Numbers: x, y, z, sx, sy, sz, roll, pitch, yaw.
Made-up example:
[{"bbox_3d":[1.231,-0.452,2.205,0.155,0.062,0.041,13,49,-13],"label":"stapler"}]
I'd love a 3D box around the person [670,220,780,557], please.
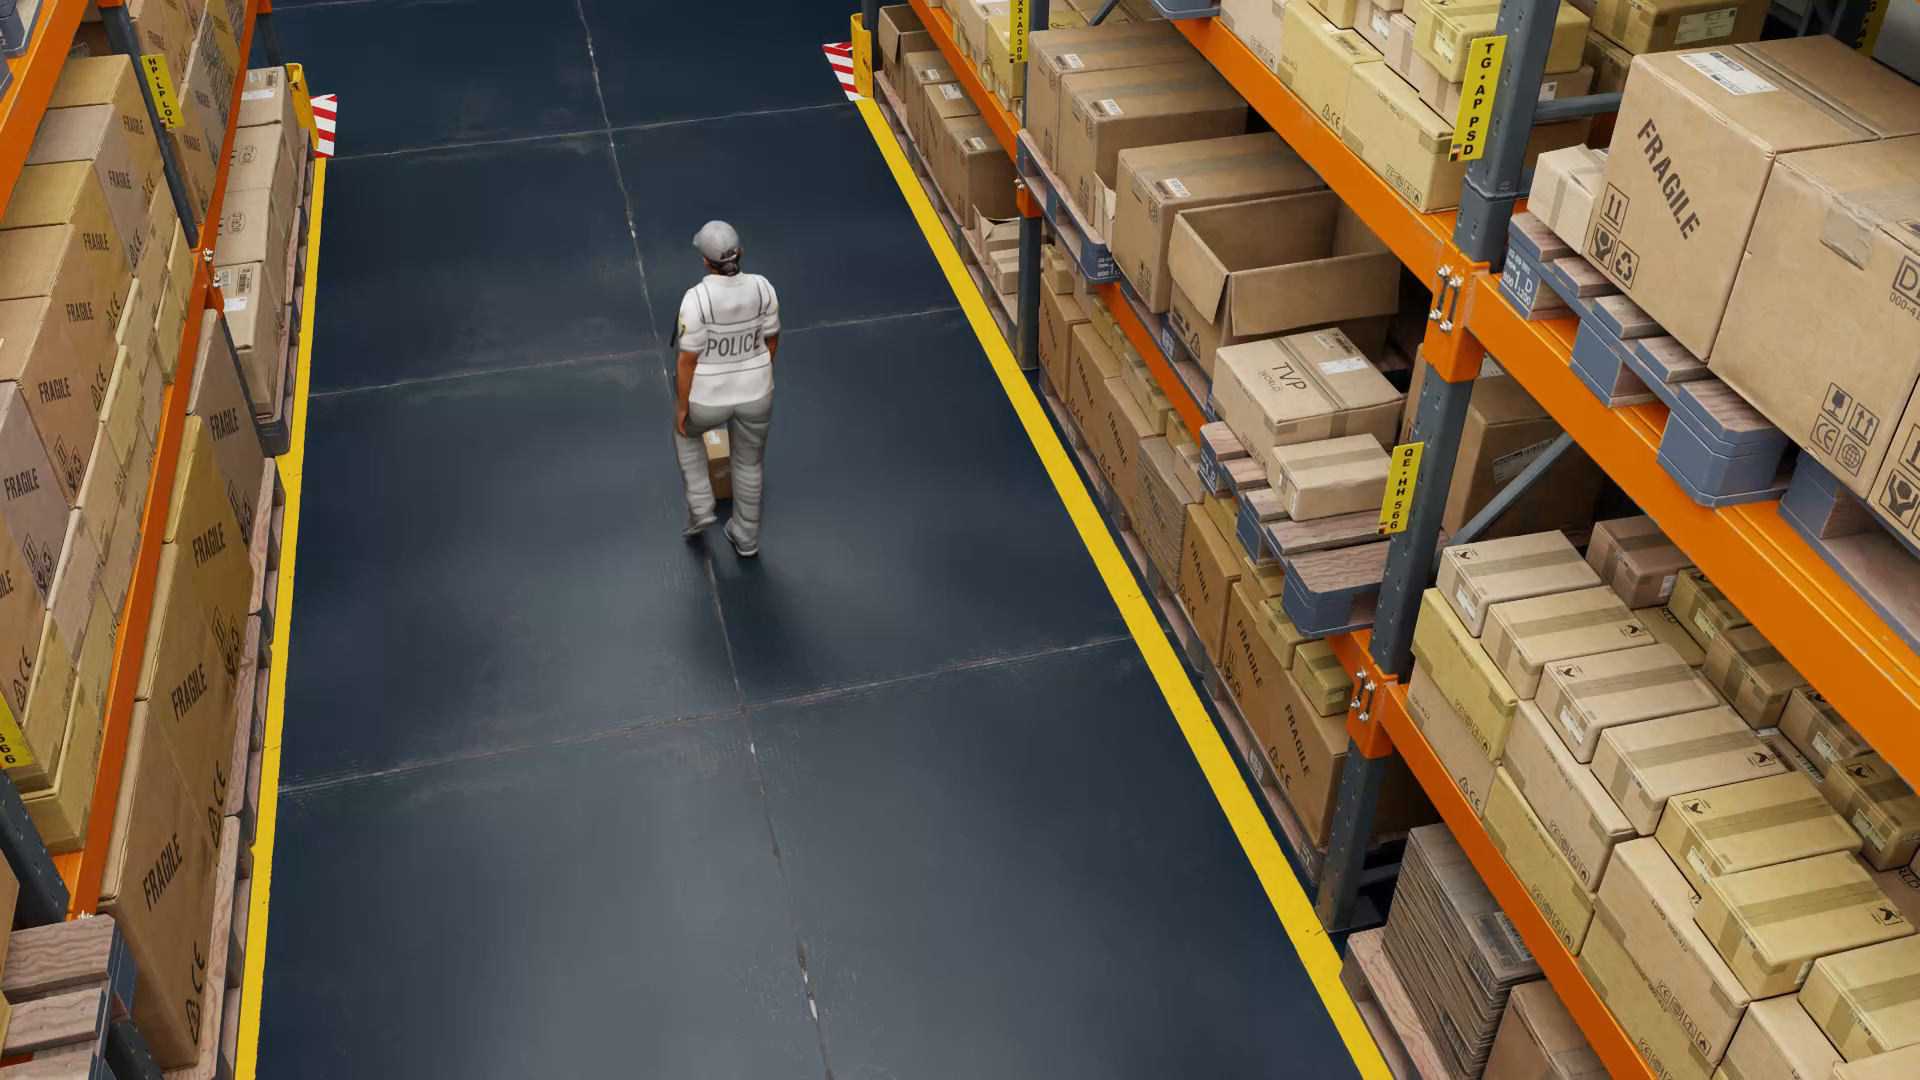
[{"bbox_3d":[-1.074,-0.693,7.577,0.544,1.676,0.478,-15,41,-18],"label":"person"}]
